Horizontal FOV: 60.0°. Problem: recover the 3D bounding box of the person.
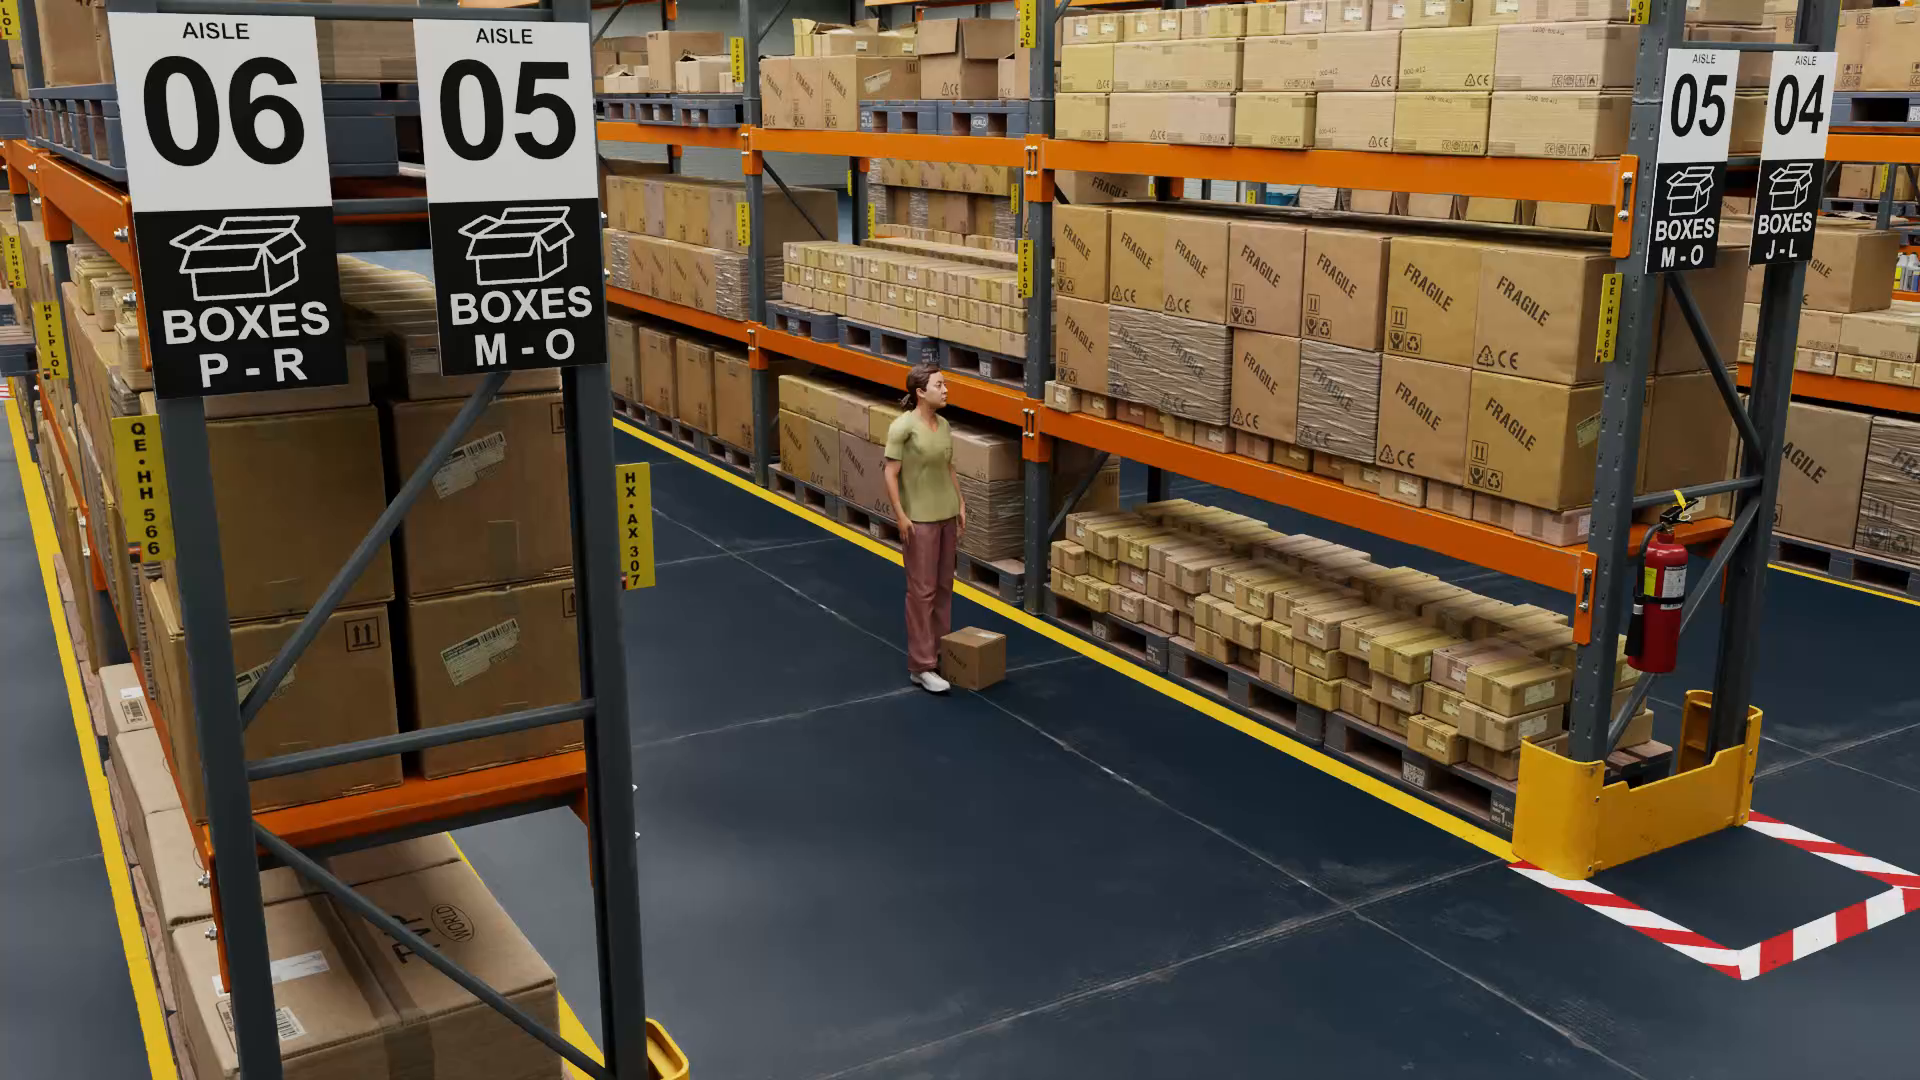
[{"bbox_3d":[-0.115,-0.092,8.829,0.548,1.673,0.553,12,19,39],"label":"person"}]
